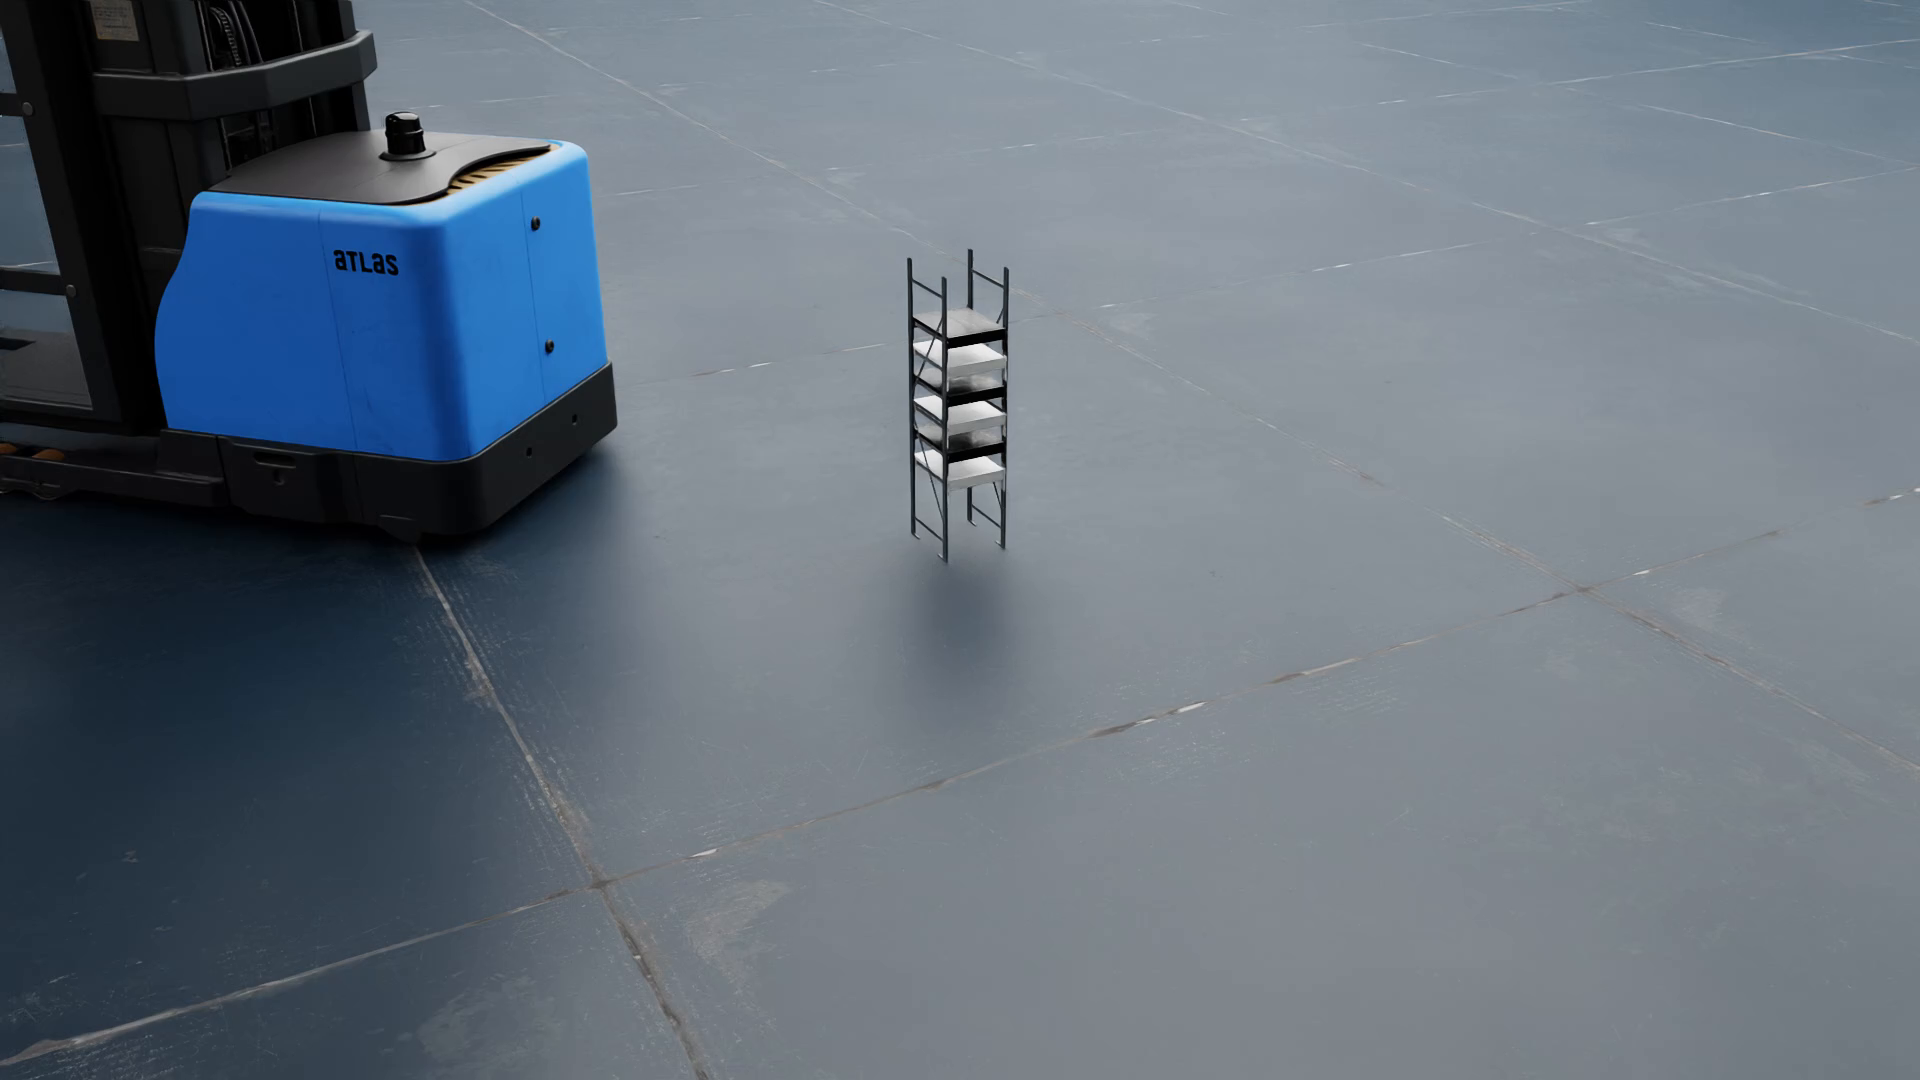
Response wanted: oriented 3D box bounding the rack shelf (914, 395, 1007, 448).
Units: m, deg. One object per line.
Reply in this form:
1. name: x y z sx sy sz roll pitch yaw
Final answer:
1. rack shelf: -0.007 -0.374 5.066 0.200 0.077 0.258 -13 29 -25

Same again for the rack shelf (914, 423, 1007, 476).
1. rack shelf: -0.007 -0.293 5.105 0.200 0.077 0.258 -13 29 -25

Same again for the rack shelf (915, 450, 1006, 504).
1. rack shelf: -0.007 -0.212 5.144 0.200 0.077 0.258 -13 29 -25

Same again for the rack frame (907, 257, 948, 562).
1. rack frame: -0.097 -0.383 5.009 0.006 0.900 0.240 -13 29 -25

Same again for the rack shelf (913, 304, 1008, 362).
1. rack shelf: -0.007 -0.617 4.949 0.200 0.077 0.258 -13 29 -25

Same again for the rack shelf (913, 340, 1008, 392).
1. rack shelf: -0.007 -0.536 4.988 0.200 0.077 0.258 -13 29 -25

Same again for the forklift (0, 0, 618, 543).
1. forklift: -2.797 -1.662 5.325 3.031 2.935 1.130 7 27 15

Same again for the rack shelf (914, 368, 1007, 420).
1. rack shelf: -0.007 -0.455 5.027 0.200 0.077 0.258 -13 29 -25

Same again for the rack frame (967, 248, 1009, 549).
1. rack frame: 0.083 -0.425 5.095 0.006 0.900 0.240 -13 29 -25

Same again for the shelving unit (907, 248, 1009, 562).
1. shelving unit: -0.007 -0.404 5.052 0.210 0.900 0.258 -13 29 -25
